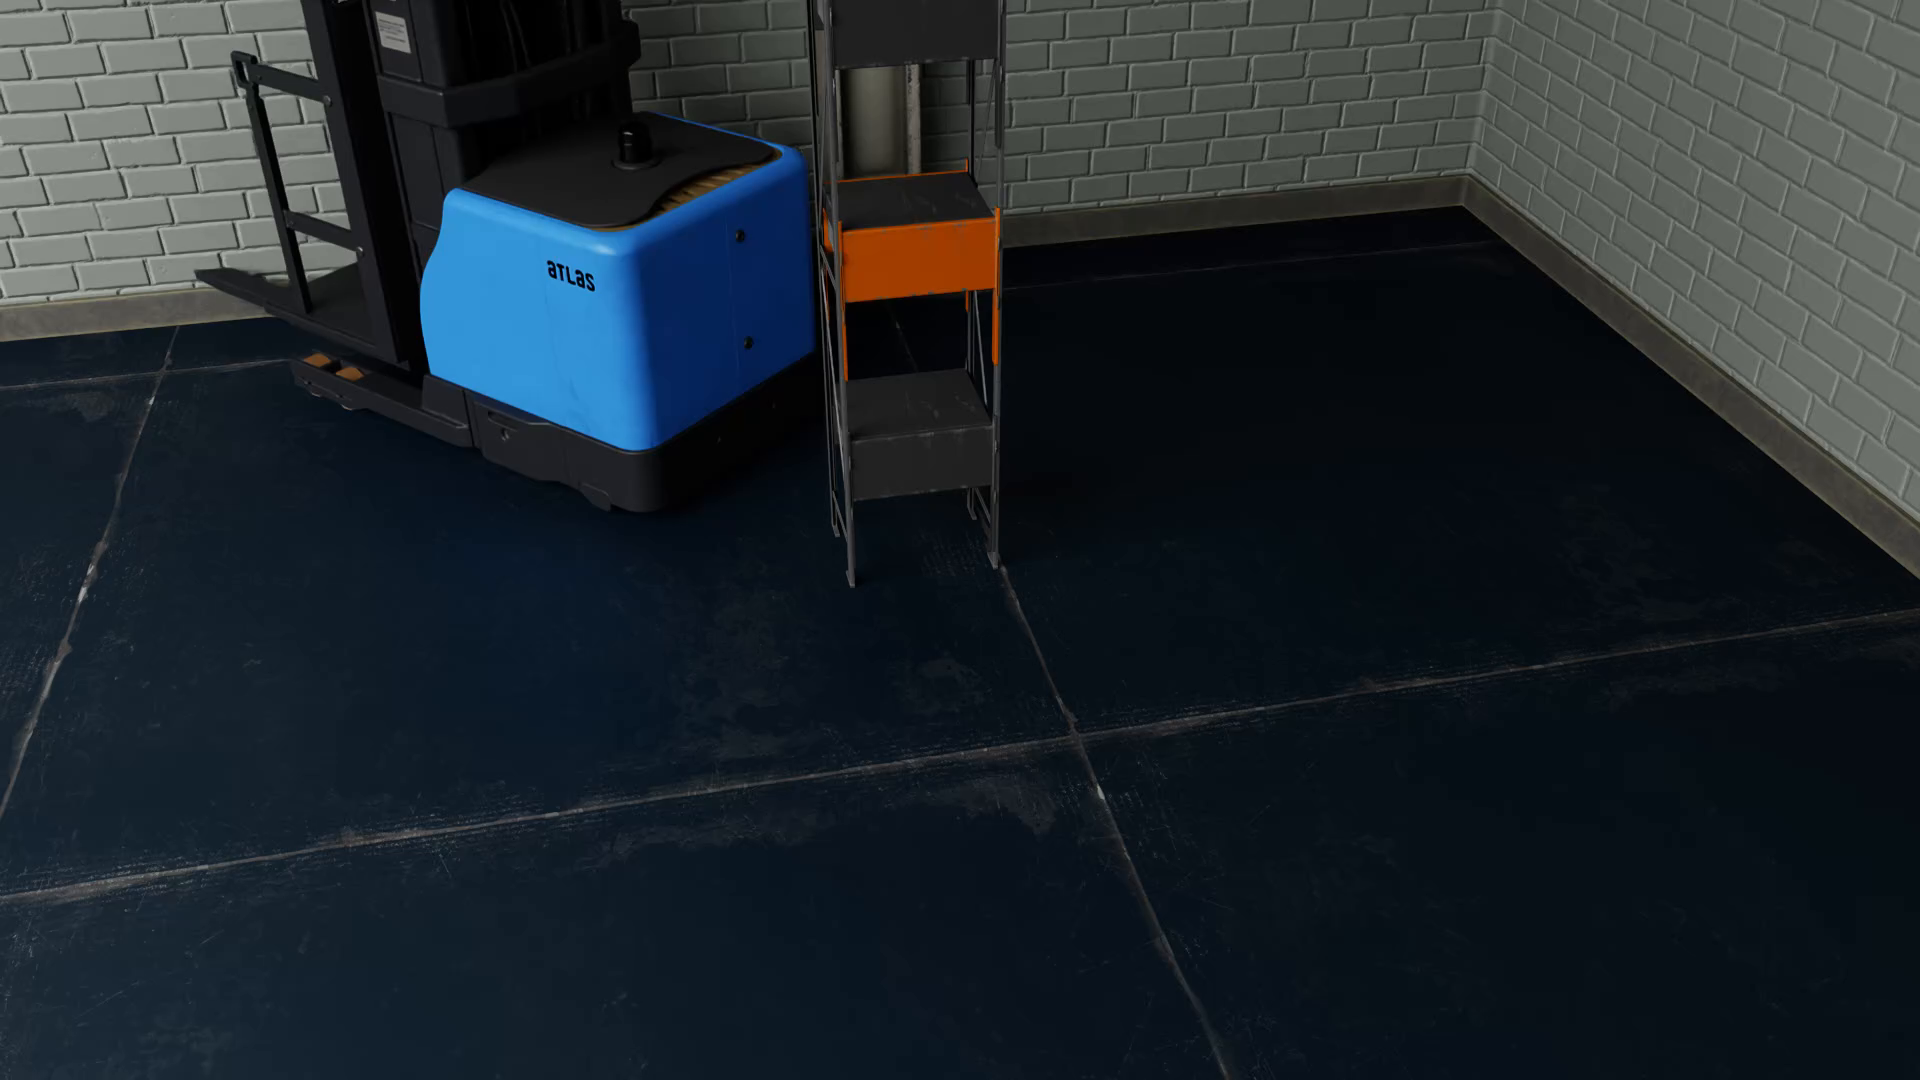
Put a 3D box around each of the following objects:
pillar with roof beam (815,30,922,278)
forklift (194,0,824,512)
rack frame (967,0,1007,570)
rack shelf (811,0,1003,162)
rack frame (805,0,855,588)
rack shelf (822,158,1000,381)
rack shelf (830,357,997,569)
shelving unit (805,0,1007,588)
[{"bbox_3d":[0.558,-2.621,1.581,0.400,9.000,9.100,-7,35,-11],"label":"pillar with roof beam"},{"bbox_3d":[-2.029,-1.946,6.019,3.031,2.935,1.130,21,39,28],"label":"forklift"},{"bbox_3d":[0.077,-0.882,5.179,0.015,2.100,0.400,-7,35,-11],"label":"rack frame"},{"bbox_3d":[-0.161,-1.421,4.752,0.480,0.518,0.431,-7,35,-11],"label":"rack shelf"},{"bbox_3d":[-0.399,-0.822,5.090,0.015,2.100,0.400,-7,35,-11],"label":"rack frame"},{"bbox_3d":[-0.161,-0.840,5.142,0.480,0.518,0.431,-7,35,-11],"label":"rack shelf"},{"bbox_3d":[-0.161,-0.259,5.532,0.480,0.518,0.431,-7,35,-11],"label":"rack shelf"},{"bbox_3d":[-0.161,-0.852,5.135,0.503,2.100,0.431,-7,35,-11],"label":"shelving unit"}]
